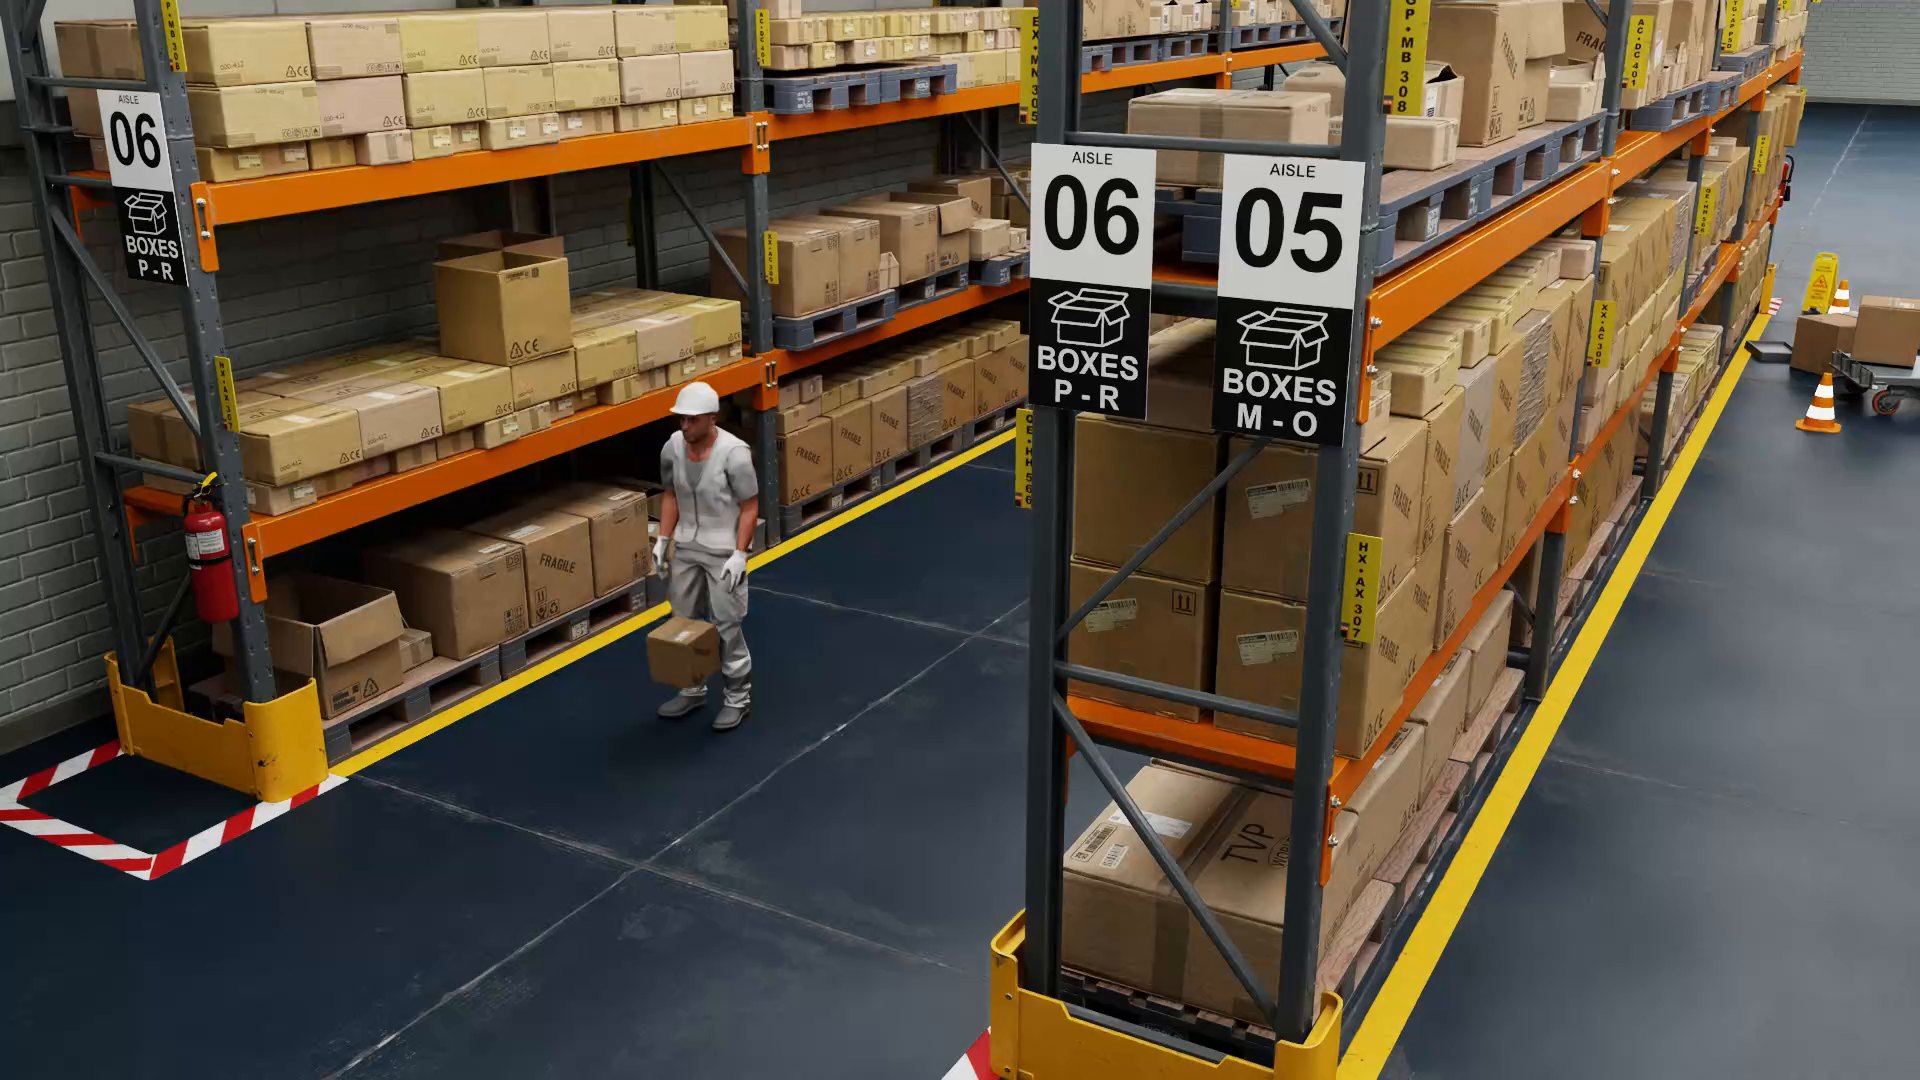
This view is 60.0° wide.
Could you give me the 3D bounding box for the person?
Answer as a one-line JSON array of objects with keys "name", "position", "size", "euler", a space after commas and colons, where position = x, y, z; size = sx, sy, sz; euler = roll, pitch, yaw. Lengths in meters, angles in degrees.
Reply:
[{"name": "person", "position": [-1.264, 0.067, 8.344], "size": [0.555, 1.784, 0.422], "euler": [10, 21, 26]}]
